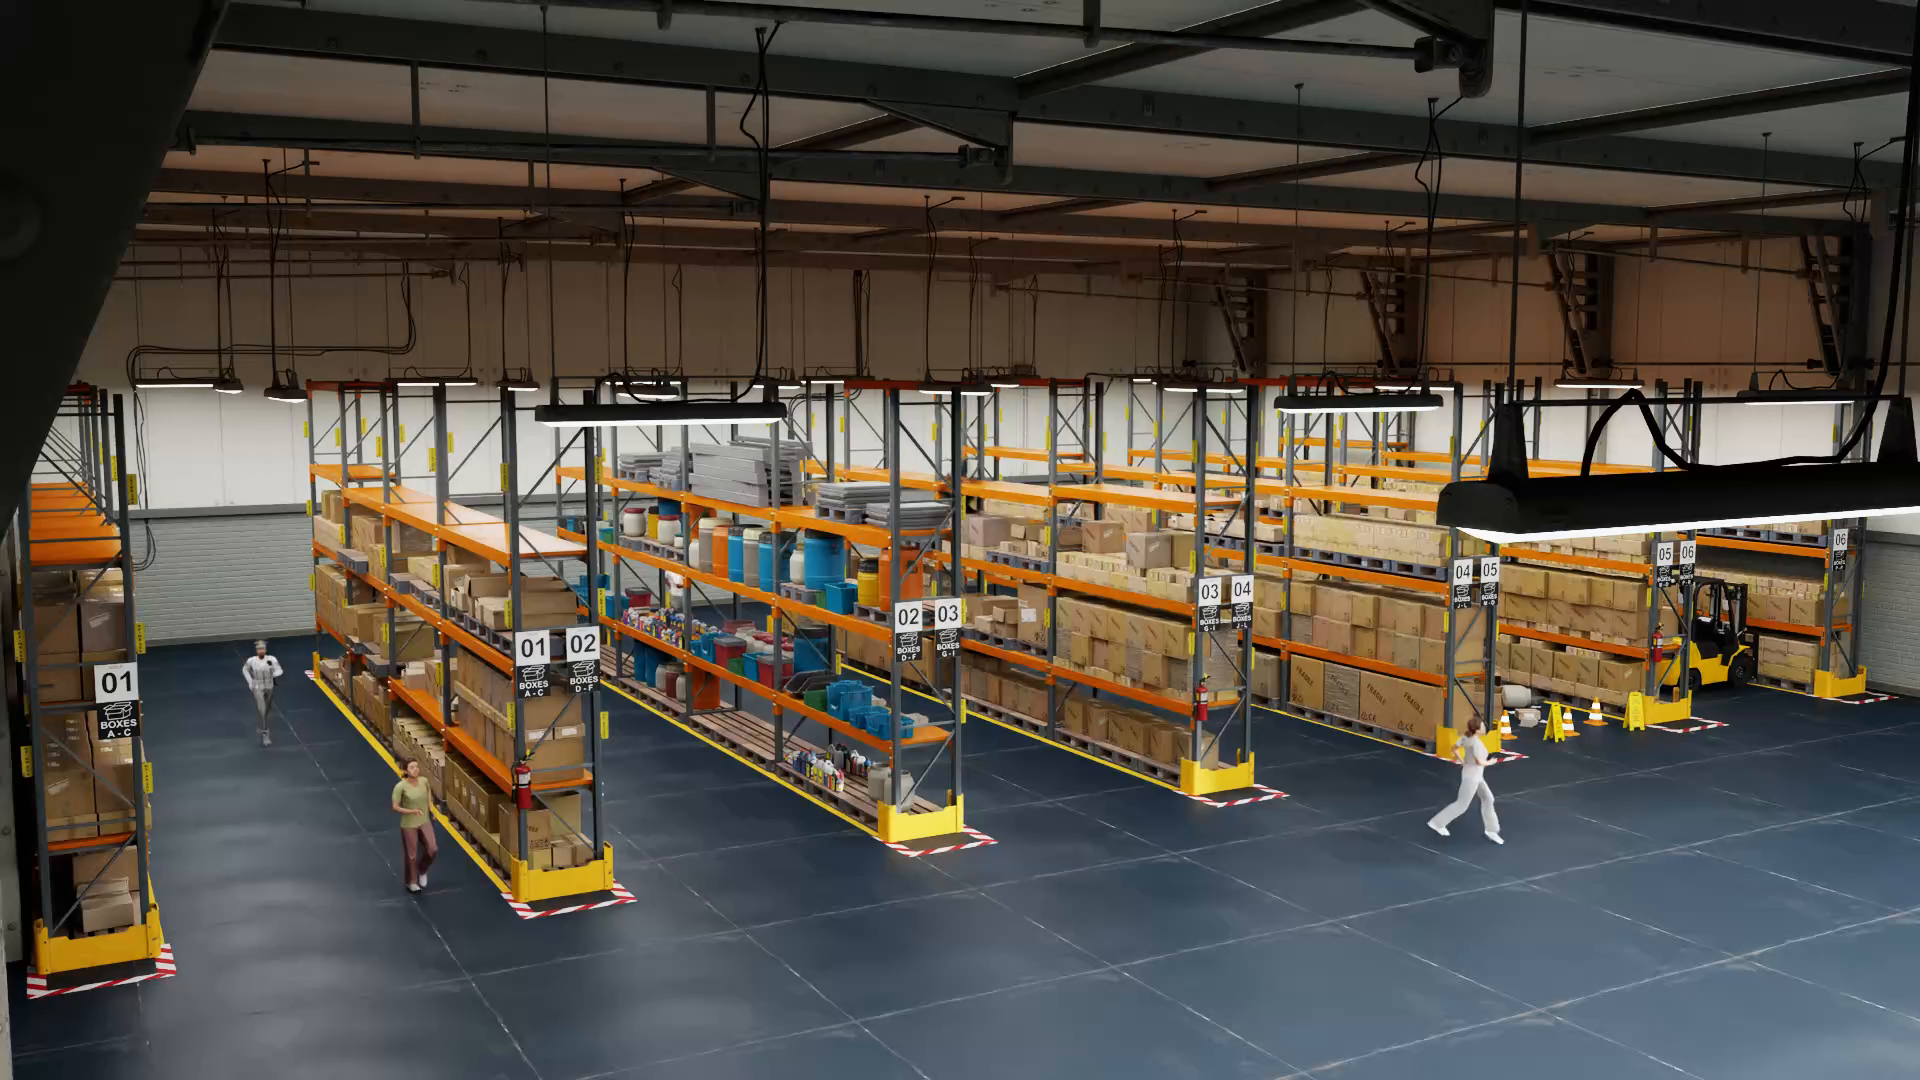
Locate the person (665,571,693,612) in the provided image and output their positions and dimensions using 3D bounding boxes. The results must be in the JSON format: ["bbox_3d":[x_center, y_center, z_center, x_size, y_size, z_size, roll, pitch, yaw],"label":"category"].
[{"bbox_3d":[-6.615,1.308,39.022,0.900,1.779,0.704,-1,6,-13],"label":"person"}]

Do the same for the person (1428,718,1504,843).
[{"bbox_3d":[6.698,3.187,21.905,1.009,1.709,0.534,1,6,9],"label":"person"}]

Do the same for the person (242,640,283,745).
[{"bbox_3d":[-11.676,2.523,27.921,0.592,1.730,0.840,-4,7,-35],"label":"person"}]

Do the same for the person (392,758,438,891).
[{"bbox_3d":[-6.482,3.401,19.832,0.558,1.634,0.592,-5,8,-40],"label":"person"}]

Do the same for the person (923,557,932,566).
[{"bbox_3d":[-0.798,1.173,41.138,0.657,1.699,0.777,5,8,40],"label":"person"}]
